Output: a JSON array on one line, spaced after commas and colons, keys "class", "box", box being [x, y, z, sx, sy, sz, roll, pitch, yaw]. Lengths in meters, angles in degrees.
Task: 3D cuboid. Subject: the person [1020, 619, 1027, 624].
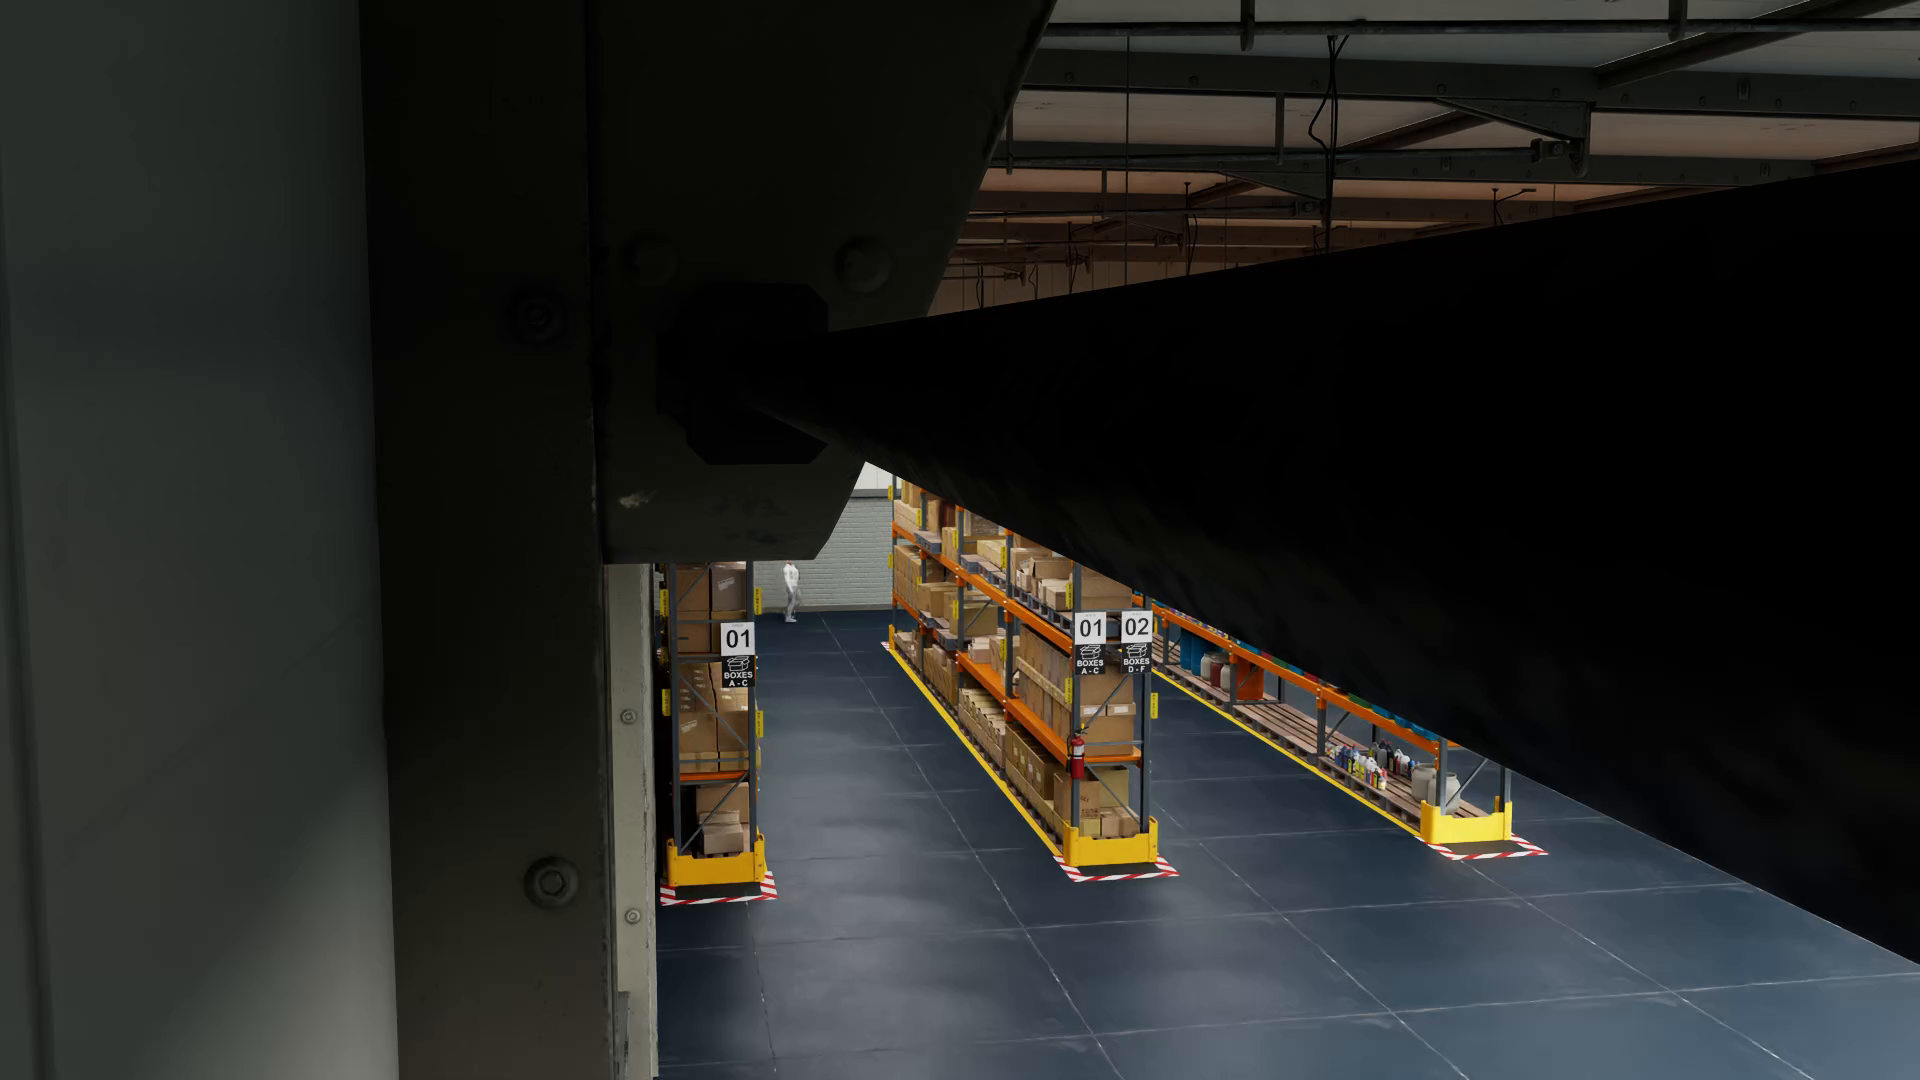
[{"class": "person", "box": [1.504, 1.643, 36.045, 0.350, 1.600, 0.455, -5, 8, -37]}]

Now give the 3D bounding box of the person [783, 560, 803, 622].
[{"class": "person", "box": [-4.032, 1.150, 40.089, 0.443, 1.675, 0.518, 0, 6, 2]}]
